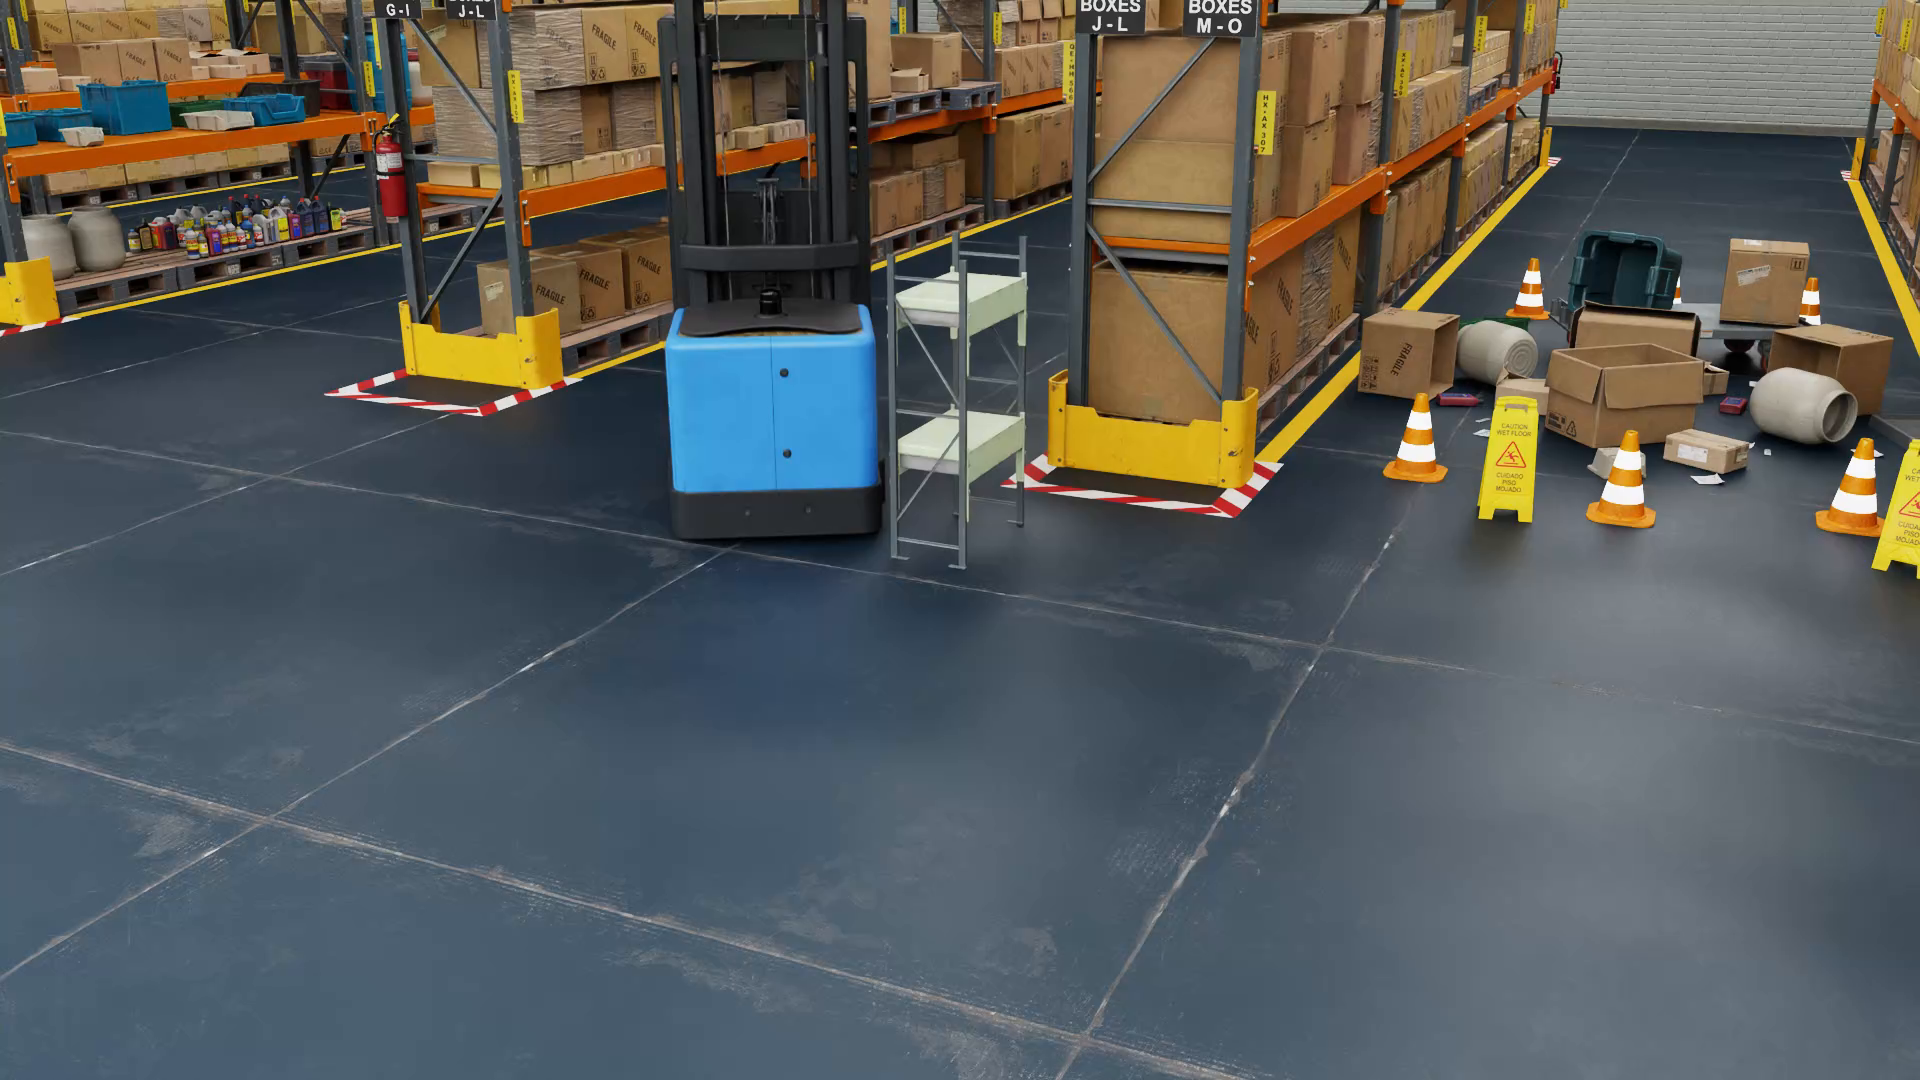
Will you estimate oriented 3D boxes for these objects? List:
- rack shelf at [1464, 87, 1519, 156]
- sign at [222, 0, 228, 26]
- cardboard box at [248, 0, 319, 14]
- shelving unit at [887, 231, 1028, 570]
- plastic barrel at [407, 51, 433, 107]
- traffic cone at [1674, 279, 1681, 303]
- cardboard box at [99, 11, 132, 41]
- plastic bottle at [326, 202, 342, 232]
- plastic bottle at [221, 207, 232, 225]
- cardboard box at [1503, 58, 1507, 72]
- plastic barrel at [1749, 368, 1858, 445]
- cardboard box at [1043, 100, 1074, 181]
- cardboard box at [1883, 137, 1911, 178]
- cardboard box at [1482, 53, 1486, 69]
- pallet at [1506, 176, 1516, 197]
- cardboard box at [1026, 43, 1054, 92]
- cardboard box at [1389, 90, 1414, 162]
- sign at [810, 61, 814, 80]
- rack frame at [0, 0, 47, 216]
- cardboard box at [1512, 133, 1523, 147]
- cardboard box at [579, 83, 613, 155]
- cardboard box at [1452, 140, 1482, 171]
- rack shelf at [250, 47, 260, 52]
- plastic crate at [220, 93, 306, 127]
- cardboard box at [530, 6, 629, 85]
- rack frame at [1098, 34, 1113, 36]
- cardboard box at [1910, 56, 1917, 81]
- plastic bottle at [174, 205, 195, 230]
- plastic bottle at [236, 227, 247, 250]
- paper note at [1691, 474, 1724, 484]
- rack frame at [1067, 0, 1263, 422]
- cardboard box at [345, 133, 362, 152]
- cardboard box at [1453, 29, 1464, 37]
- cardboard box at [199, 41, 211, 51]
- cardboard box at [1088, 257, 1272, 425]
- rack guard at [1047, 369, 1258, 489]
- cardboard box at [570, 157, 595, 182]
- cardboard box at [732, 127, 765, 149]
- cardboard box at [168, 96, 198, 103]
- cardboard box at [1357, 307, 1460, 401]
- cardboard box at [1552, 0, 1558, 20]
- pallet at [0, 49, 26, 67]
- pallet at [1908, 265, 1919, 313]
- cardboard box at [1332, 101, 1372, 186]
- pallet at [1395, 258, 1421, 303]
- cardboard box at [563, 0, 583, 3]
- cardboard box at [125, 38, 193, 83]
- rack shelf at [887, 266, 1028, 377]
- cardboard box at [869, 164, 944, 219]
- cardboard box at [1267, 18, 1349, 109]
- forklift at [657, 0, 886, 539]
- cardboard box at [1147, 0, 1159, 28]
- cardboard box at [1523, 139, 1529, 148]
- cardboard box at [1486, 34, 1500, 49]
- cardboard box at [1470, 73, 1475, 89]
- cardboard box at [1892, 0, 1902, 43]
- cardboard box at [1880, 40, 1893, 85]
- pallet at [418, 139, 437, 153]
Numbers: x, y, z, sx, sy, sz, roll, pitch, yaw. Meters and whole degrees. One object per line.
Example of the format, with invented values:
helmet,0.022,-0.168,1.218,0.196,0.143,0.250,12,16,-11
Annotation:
rack shelf,5.198,-4.550,17.860,1.077,0.370,4.000,9,21,23
sign,-9.640,-6.929,21.867,0.100,0.325,0.005,9,21,23
cardboard box,-11.483,-8.778,28.228,0.980,0.700,0.700,8,21,21
shelving unit,-0.003,-0.705,8.212,0.431,1.500,0.755,9,21,23
plastic barrel,-5.669,-4.772,17.209,0.433,0.535,0.433,0,20,0
traffic cone,5.735,-2.008,13.426,0.336,0.463,0.334,9,21,23
cardboard box,-12.802,-7.649,24.876,0.500,0.500,0.500,8,21,22
plastic bottle,-6.157,-3.181,16.334,0.061,0.283,0.133,10,22,25
plastic bottle,-7.074,-3.070,16.040,0.097,0.271,0.097,0,20,0
cardboard box,6.035,-5.431,19.013,0.380,0.149,0.250,8,21,21
plastic barrel,5.125,-0.809,10.112,0.421,0.421,0.512,-9,22,-24
cardboard box,0.924,-4.937,20.419,1.225,0.875,0.875,8,21,21
cardboard box,11.666,-4.569,20.037,0.875,0.438,0.875,9,22,24
cardboard box,5.286,-5.011,17.388,0.380,0.149,0.250,8,21,22
pallet,6.260,-4.397,20.517,1.003,0.211,1.213,9,21,23
cardboard box,0.758,-5.463,19.203,0.500,0.500,0.500,8,21,22
cardboard box,3.202,-3.226,12.914,0.500,0.500,0.500,9,21,23
sign,-1.244,-4.102,14.235,0.100,0.325,0.005,9,21,23
rack frame,-10.779,-5.127,18.408,1.000,3.000,0.127,9,21,23
cardboard box,6.837,-5.022,20.853,0.380,0.149,0.250,9,21,24
cardboard box,-3.035,-3.065,12.016,0.875,0.500,0.500,9,21,23
cardboard box,5.090,-3.984,17.179,0.500,0.250,0.500,8,21,22
rack shelf,-11.205,-8.523,29.032,1.077,0.370,4.000,9,21,23
plastic crate,-6.467,-4.000,15.463,0.499,0.251,0.616,9,21,23
cardboard box,-2.695,-3.485,11.705,0.500,0.500,0.500,9,21,23
rack frame,1.533,-6.212,21.459,1.000,3.000,0.127,9,21,23
cardboard box,9.949,-4.758,16.849,0.500,0.250,0.500,9,21,24
plastic bottle,-7.298,-2.971,15.643,0.144,0.351,0.185,10,22,25
plastic bottle,-6.651,-2.789,15.355,0.097,0.201,0.097,0,20,0
paper note,4.232,-0.347,9.399,0.148,0.019,0.142,1,20,4
rack frame,1.103,-1.832,9.144,1.000,3.000,0.127,9,21,23
cardboard box,-8.484,-5.640,22.925,0.500,0.500,0.500,8,21,21
cardboard box,5.957,-5.874,19.917,0.500,0.500,0.500,9,21,23
cardboard box,-12.133,-7.846,26.400,0.380,0.149,0.250,9,22,24
cardboard box,1.321,-1.245,10.038,0.875,0.875,0.875,9,21,23
rack guard,1.093,-0.647,9.542,1.175,0.500,0.348,9,21,23
cardboard box,-2.810,-2.628,11.756,0.380,0.149,0.250,9,21,23
cardboard box,-1.831,-3.307,13.666,0.380,0.149,0.250,9,21,23
cardboard box,-12.532,-6.947,26.109,0.750,0.750,0.750,9,22,24
cardboard box,3.042,-1.263,11.270,0.500,0.500,0.500,13,23,32
cardboard box,7.695,-7.208,22.174,0.500,0.500,0.500,8,21,22
pallet,-13.856,-6.705,23.133,1.213,0.211,1.003,9,21,23
pallet,8.615,-2.077,13.994,1.003,0.211,1.213,9,21,23
cardboard box,2.396,-2.840,11.754,0.875,0.550,0.550,9,21,23
pallet,3.487,-2.362,14.794,1.003,0.211,1.213,9,21,23
cardboard box,-6.421,-8.669,26.727,0.500,0.500,0.500,9,22,24
cardboard box,-9.813,-5.882,20.381,0.500,0.500,0.500,7,21,20
rack shelf,-0.003,-1.072,8.081,0.431,0.370,0.720,9,21,23
cardboard box,-0.576,-3.640,17.301,0.700,0.500,0.500,7,21,18
cardboard box,2.093,-3.196,11.144,0.875,0.550,0.550,9,21,23
forklift,-1.057,-1.836,9.257,1.130,2.935,3.031,-2,20,-5
cardboard box,2.380,-7.055,22.491,0.500,0.500,0.500,8,21,21
cardboard box,7.166,-5.123,21.580,0.380,0.149,0.250,10,22,25
cardboard box,5.707,-5.470,18.232,0.380,0.149,0.250,8,21,23
cardboard box,4.967,-4.631,16.762,0.380,0.149,0.250,10,22,25
cardboard box,11.144,-6.016,19.266,0.500,0.500,0.500,9,21,23
cardboard box,11.348,-5.703,19.880,0.500,0.500,0.500,8,21,22
pallet,-7.801,-6.005,25.038,1.003,0.211,1.213,9,21,23
